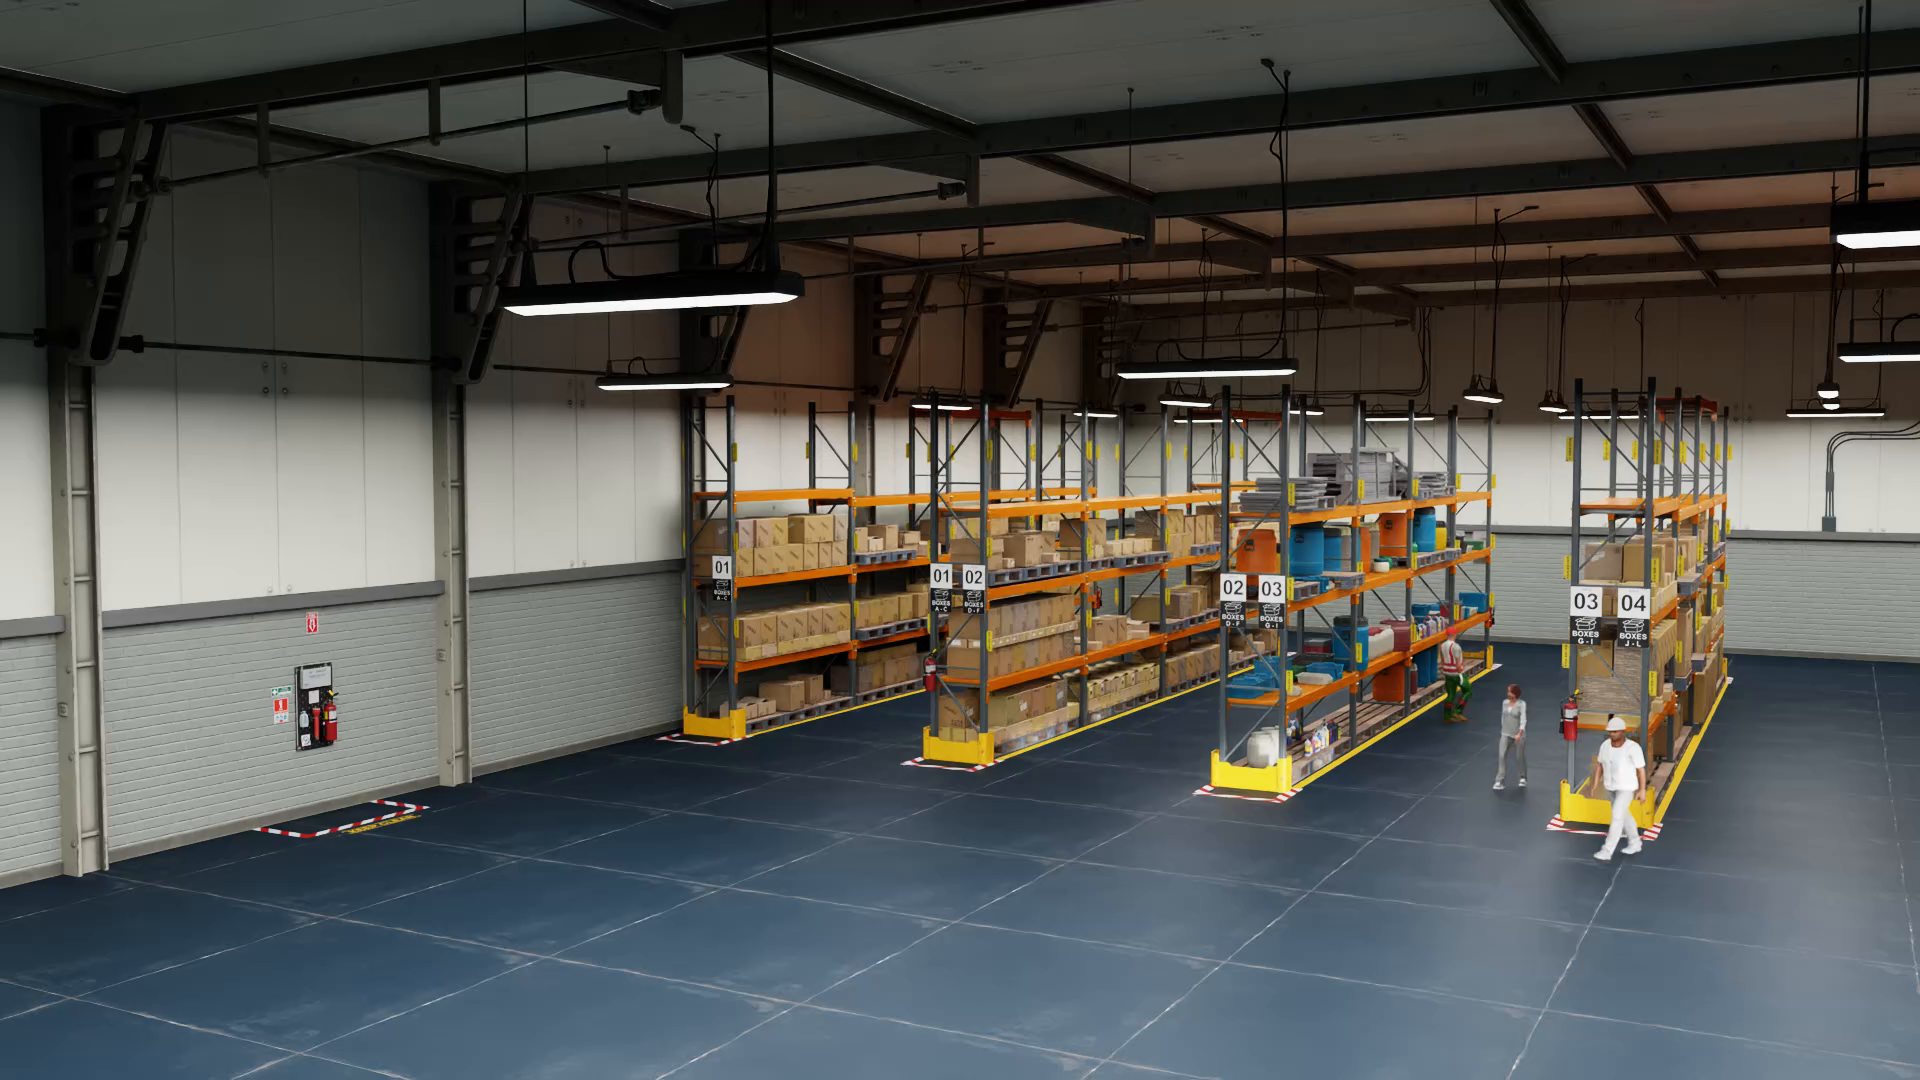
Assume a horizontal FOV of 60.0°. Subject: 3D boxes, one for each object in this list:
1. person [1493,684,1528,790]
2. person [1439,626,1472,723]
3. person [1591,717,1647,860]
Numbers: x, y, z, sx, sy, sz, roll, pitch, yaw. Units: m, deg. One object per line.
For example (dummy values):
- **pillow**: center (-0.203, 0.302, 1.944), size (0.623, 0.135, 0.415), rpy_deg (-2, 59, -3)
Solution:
- **person**: center (8.164, 2.907, 24.615), size (0.432, 1.552, 0.903), rpy_deg (3, 4, 41)
- **person**: center (9.158, 2.493, 30.732), size (0.462, 1.778, 0.610), rpy_deg (-1, 3, -24)
- **person**: center (8.040, 3.038, 20.426), size (1.029, 1.711, 0.595), rpy_deg (-1, 3, -25)
